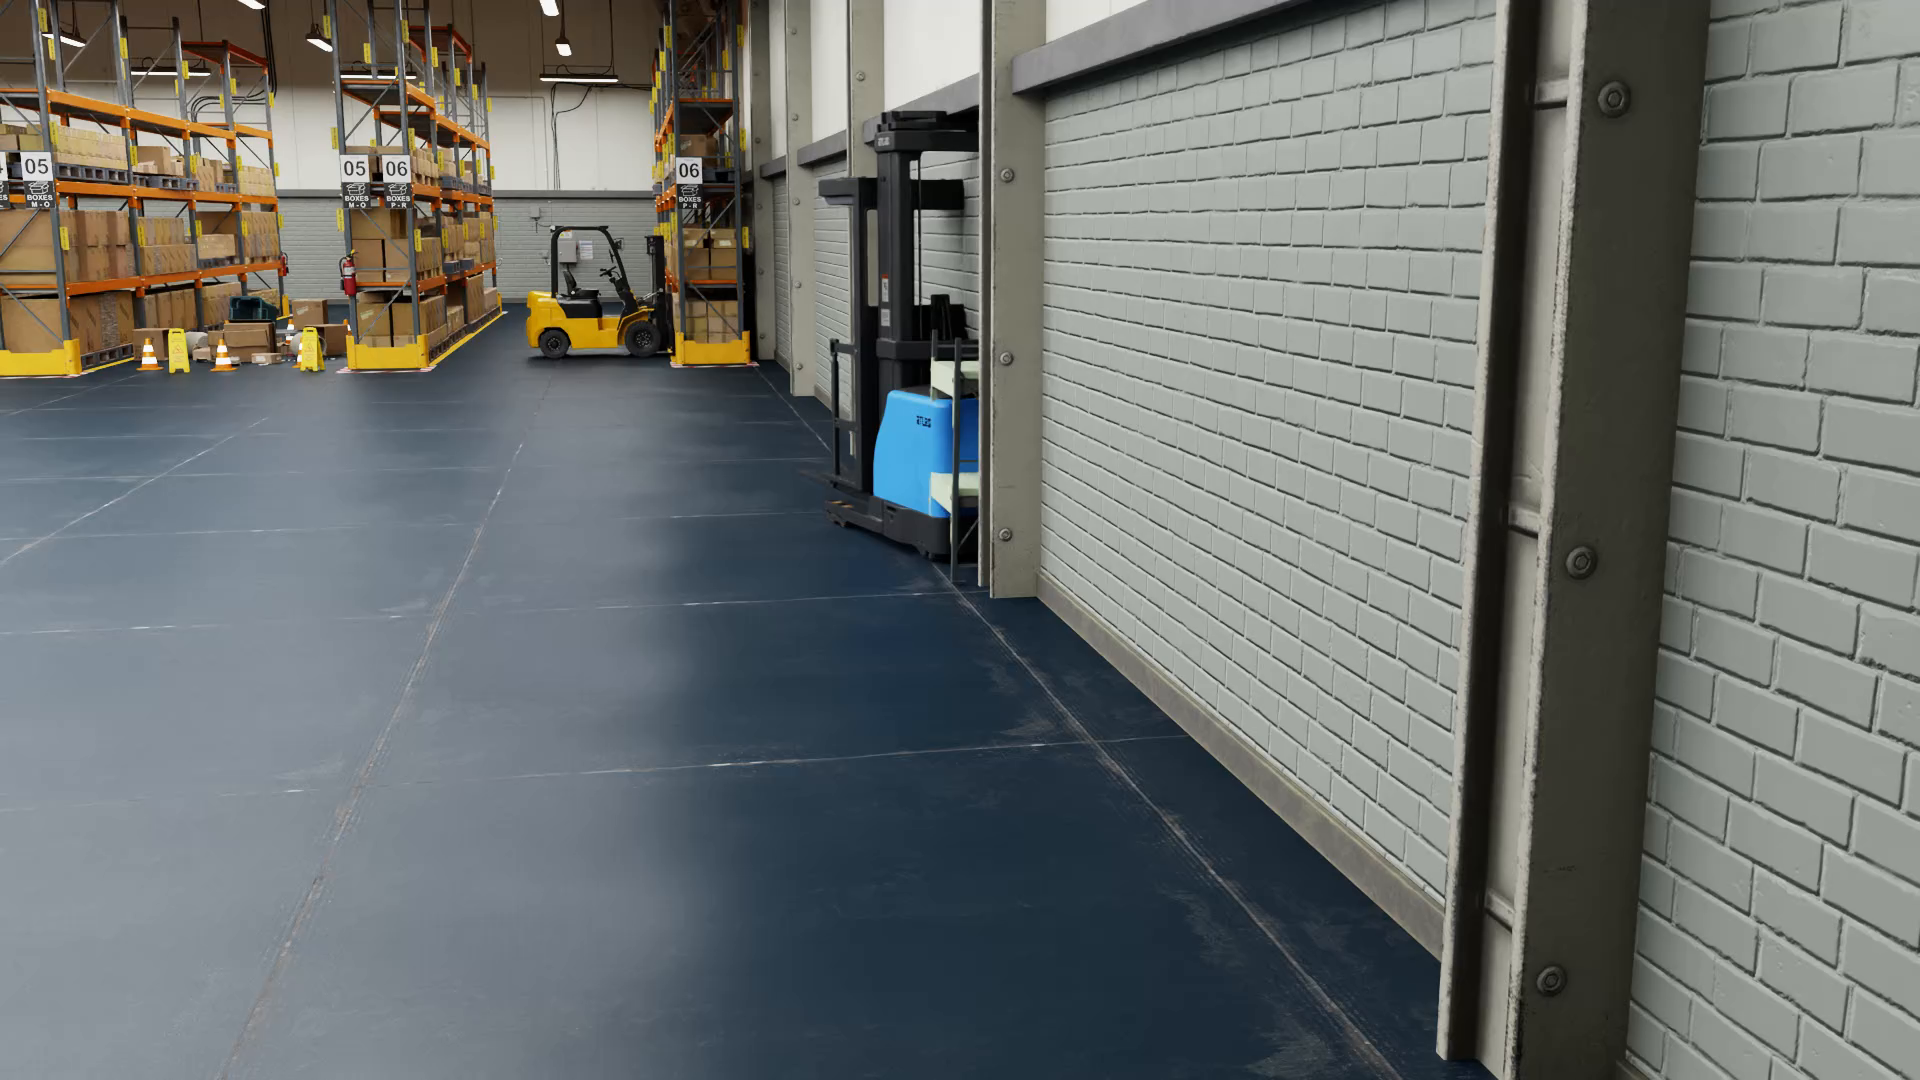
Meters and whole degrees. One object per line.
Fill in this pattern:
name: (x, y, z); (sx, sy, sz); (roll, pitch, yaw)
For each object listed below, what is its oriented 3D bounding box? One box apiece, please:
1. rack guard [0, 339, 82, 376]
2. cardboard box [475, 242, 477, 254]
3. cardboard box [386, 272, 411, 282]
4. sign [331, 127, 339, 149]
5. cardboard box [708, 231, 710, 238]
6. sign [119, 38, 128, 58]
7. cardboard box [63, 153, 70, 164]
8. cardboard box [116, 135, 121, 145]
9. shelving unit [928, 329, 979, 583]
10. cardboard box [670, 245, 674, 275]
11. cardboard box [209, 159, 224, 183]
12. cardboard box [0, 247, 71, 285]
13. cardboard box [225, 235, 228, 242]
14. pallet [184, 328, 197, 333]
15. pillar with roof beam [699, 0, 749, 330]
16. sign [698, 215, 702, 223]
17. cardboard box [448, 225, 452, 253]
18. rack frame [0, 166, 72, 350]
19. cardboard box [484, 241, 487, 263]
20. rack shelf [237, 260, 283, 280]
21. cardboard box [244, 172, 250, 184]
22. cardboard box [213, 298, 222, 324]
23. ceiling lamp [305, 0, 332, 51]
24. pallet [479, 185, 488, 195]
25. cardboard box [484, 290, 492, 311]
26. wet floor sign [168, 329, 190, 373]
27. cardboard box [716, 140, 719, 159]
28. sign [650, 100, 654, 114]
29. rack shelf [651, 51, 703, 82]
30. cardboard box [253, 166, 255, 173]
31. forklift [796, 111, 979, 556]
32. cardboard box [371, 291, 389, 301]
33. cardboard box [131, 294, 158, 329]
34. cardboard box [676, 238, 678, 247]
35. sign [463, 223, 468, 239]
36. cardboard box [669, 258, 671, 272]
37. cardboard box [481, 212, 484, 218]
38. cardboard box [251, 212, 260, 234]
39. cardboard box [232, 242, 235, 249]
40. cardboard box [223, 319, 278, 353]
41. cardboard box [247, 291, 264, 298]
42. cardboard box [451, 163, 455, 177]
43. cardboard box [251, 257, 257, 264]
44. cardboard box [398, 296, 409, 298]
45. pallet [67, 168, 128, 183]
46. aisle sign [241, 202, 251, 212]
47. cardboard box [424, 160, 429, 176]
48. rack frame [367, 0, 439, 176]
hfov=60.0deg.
rack guard: (-13.647, -2.698, 24.534); (1.175, 0.500, 0.348); (-2, 11, -11)
cardboard box: (-10.615, -6.243, 35.540); (0.500, 0.250, 0.500); (-2, 11, -10)
cardboard box: (-8.679, -4.075, 25.756); (0.380, 0.149, 0.250); (-2, 11, -11)
sign: (-9.365, -6.021, 24.916); (0.100, 0.325, 0.005); (-2, 11, -11)
cardboard box: (-3.996, -5.084, 27.585); (0.380, 0.149, 0.250); (-2, 11, -9)
sign: (-13.881, -8.163, 27.597); (0.100, 0.325, 0.005); (-2, 11, -11)
cardboard box: (-13.455, -5.657, 24.654); (0.380, 0.149, 0.250); (-2, 11, -10)
cardboard box: (-13.997, -6.559, 27.262); (0.380, 0.149, 0.250); (-2, 11, -11)
shelving unit: (0.080, -0.548, 10.490); (0.431, 1.500, 0.755); (-1, 11, -12)
cardboard box: (-4.896, -5.002, 29.686); (0.500, 0.500, 0.500); (-2, 11, -13)
cardboard box: (-16.020, -7.787, 35.171); (0.700, 0.500, 0.500); (-2, 11, -11)
cardboard box: (-13.769, -4.070, 24.658); (0.875, 0.550, 0.550); (-2, 11, -11)
cardboard box: (-15.615, -6.343, 34.957); (0.380, 0.149, 0.250); (-2, 11, -13)
pallet: (-15.129, -3.880, 31.518); (1.003, 0.211, 1.213); (-2, 11, -11)
pillar with roof beam: (-8.589, -8.361, 31.559); (9.100, 9.000, 0.548); (-2, 11, -11)
sign: (-6.512, -7.985, 41.685); (0.100, 0.325, 0.005); (-2, 11, -11)
cardboard box: (-9.502, -5.452, 30.133); (0.500, 0.500, 0.500); (-2, 11, -11)
rack frame: (-13.652, -3.930, 24.323); (1.000, 3.000, 0.127); (-2, 11, -11)
cardboard box: (-11.078, -6.567, 37.908); (0.500, 0.500, 0.500); (-2, 11, -11)
rack shelf: (-16.375, -6.144, 37.881); (1.077, 0.370, 4.000); (-2, 11, -11)
cardboard box: (-15.937, -7.965, 36.564); (0.500, 0.250, 0.500); (-2, 11, -11)
cardboard box: (-15.197, -4.607, 33.440); (0.500, 0.500, 0.500); (-2, 11, -10)
ceiling lamp: (-13.130, -11.912, 34.601); (0.800, 3.185, 2.000); (-2, 11, -11)
pallet: (-11.533, -8.133, 38.621); (1.003, 0.211, 1.213); (-2, 11, -11)
cardboard box: (-11.342, -5.560, 38.618); (0.875, 0.438, 0.875); (-2, 11, -13)
wet floor sign: (-11.704, -2.840, 24.894); (0.267, 0.644, 0.232); (-4, 12, -21)
cardboard box: (-4.451, -6.462, 27.936); (0.797, 0.503, 0.637); (-2, 11, -9)
sign: (-7.592, -10.670, 40.977); (0.100, 0.325, 0.005); (-2, 11, -11)
rack shelf: (-6.671, -11.104, 39.004); (1.077, 0.370, 4.000); (-2, 11, -11)
cardboard box: (-16.077, -8.325, 37.388); (0.380, 0.149, 0.250); (-2, 11, -13)
forklift: (-0.353, -1.566, 12.085); (1.130, 2.935, 3.031); (-5, 12, -26)
cardboard box: (-9.411, -3.920, 26.759); (0.380, 0.149, 0.250); (-2, 11, -10)
cardboard box: (-14.639, -3.876, 28.929); (1.050, 0.750, 0.750); (-2, 11, -11)
cardboard box: (-4.495, -4.920, 27.520); (0.380, 0.149, 0.250); (-2, 11, -13)
sign: (-9.842, -6.147, 33.087); (0.100, 0.325, 0.005); (-2, 11, -11)
cardboard box: (-5.184, -5.145, 31.106); (0.500, 0.250, 0.500); (-2, 11, -11)
cardboard box: (-11.125, -7.445, 38.115); (0.380, 0.149, 0.250); (-2, 11, -13)
cardboard box: (-16.018, -7.097, 37.225); (0.500, 0.500, 0.500); (-2, 11, -10)
cardboard box: (-15.715, -6.294, 35.497); (0.380, 0.149, 0.250); (-2, 11, -9)
cardboard box: (-11.831, -3.370, 27.695); (0.797, 0.637, 0.503); (-2, 11, -11)
cardboard box: (-16.207, -5.634, 38.187); (0.380, 0.149, 0.250); (-3, 11, -13)
cardboard box: (-9.414, -6.683, 30.043); (0.500, 0.250, 0.500); (-2, 11, -12)
cardboard box: (-15.979, -6.262, 37.245); (0.380, 0.149, 0.250); (-2, 11, -10)
cardboard box: (-9.629, -3.870, 28.234); (0.500, 0.500, 0.500); (-2, 11, -9)
pallet: (-14.281, -5.943, 27.115); (1.003, 0.211, 1.213); (-2, 11, -11)
aisle sign: (-17.072, -8.144, 39.511); (0.394, 0.787, 0.004); (-2, 11, -11)
cardboard box: (-8.946, -6.058, 27.085); (0.500, 0.250, 0.500); (-2, 11, -10)
rack frame: (-9.594, -7.809, 28.660); (1.000, 3.000, 0.127); (-2, 11, -11)
